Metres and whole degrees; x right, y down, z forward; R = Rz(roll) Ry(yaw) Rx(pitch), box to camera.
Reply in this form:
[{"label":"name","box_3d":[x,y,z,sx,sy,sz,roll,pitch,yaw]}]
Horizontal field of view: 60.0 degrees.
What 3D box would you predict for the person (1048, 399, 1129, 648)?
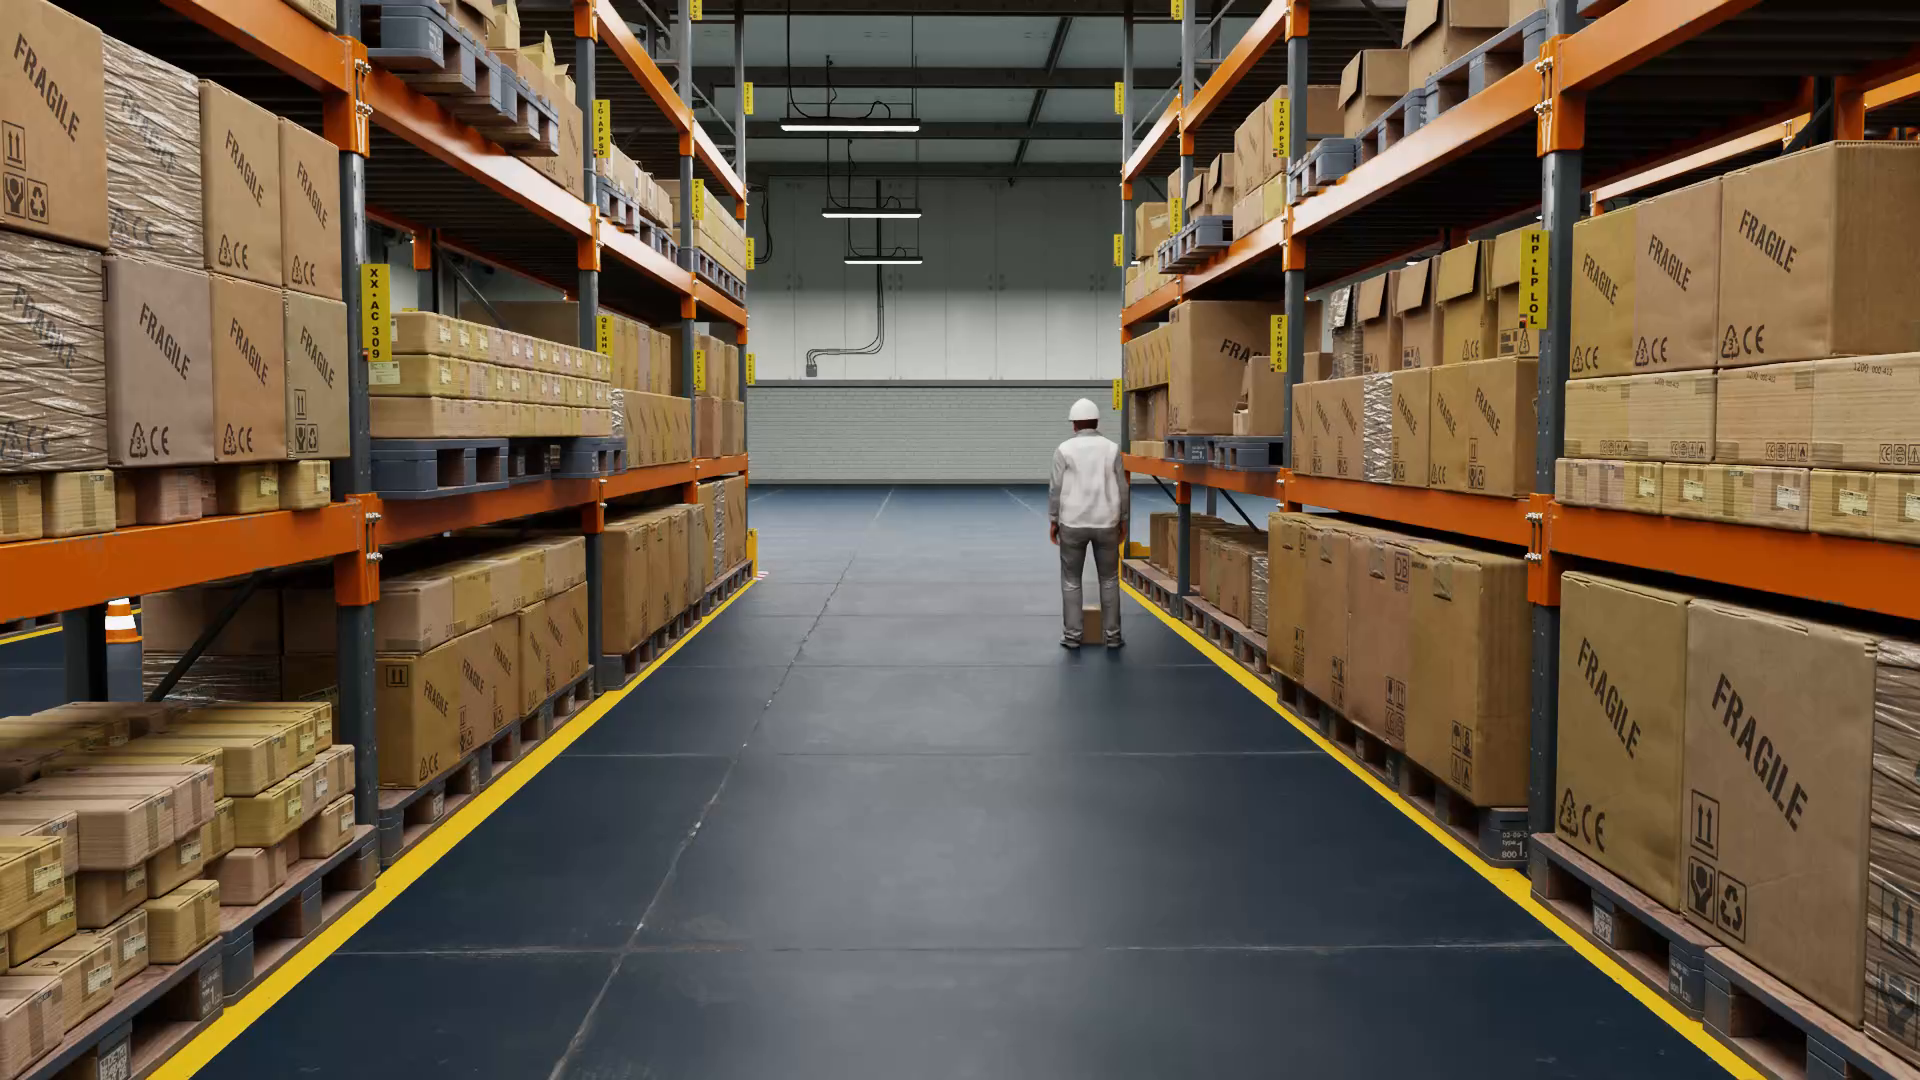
[{"label":"person","box_3d":[0.916,-0.119,11.877,0.579,1.769,0.466,0,4,-4]}]
